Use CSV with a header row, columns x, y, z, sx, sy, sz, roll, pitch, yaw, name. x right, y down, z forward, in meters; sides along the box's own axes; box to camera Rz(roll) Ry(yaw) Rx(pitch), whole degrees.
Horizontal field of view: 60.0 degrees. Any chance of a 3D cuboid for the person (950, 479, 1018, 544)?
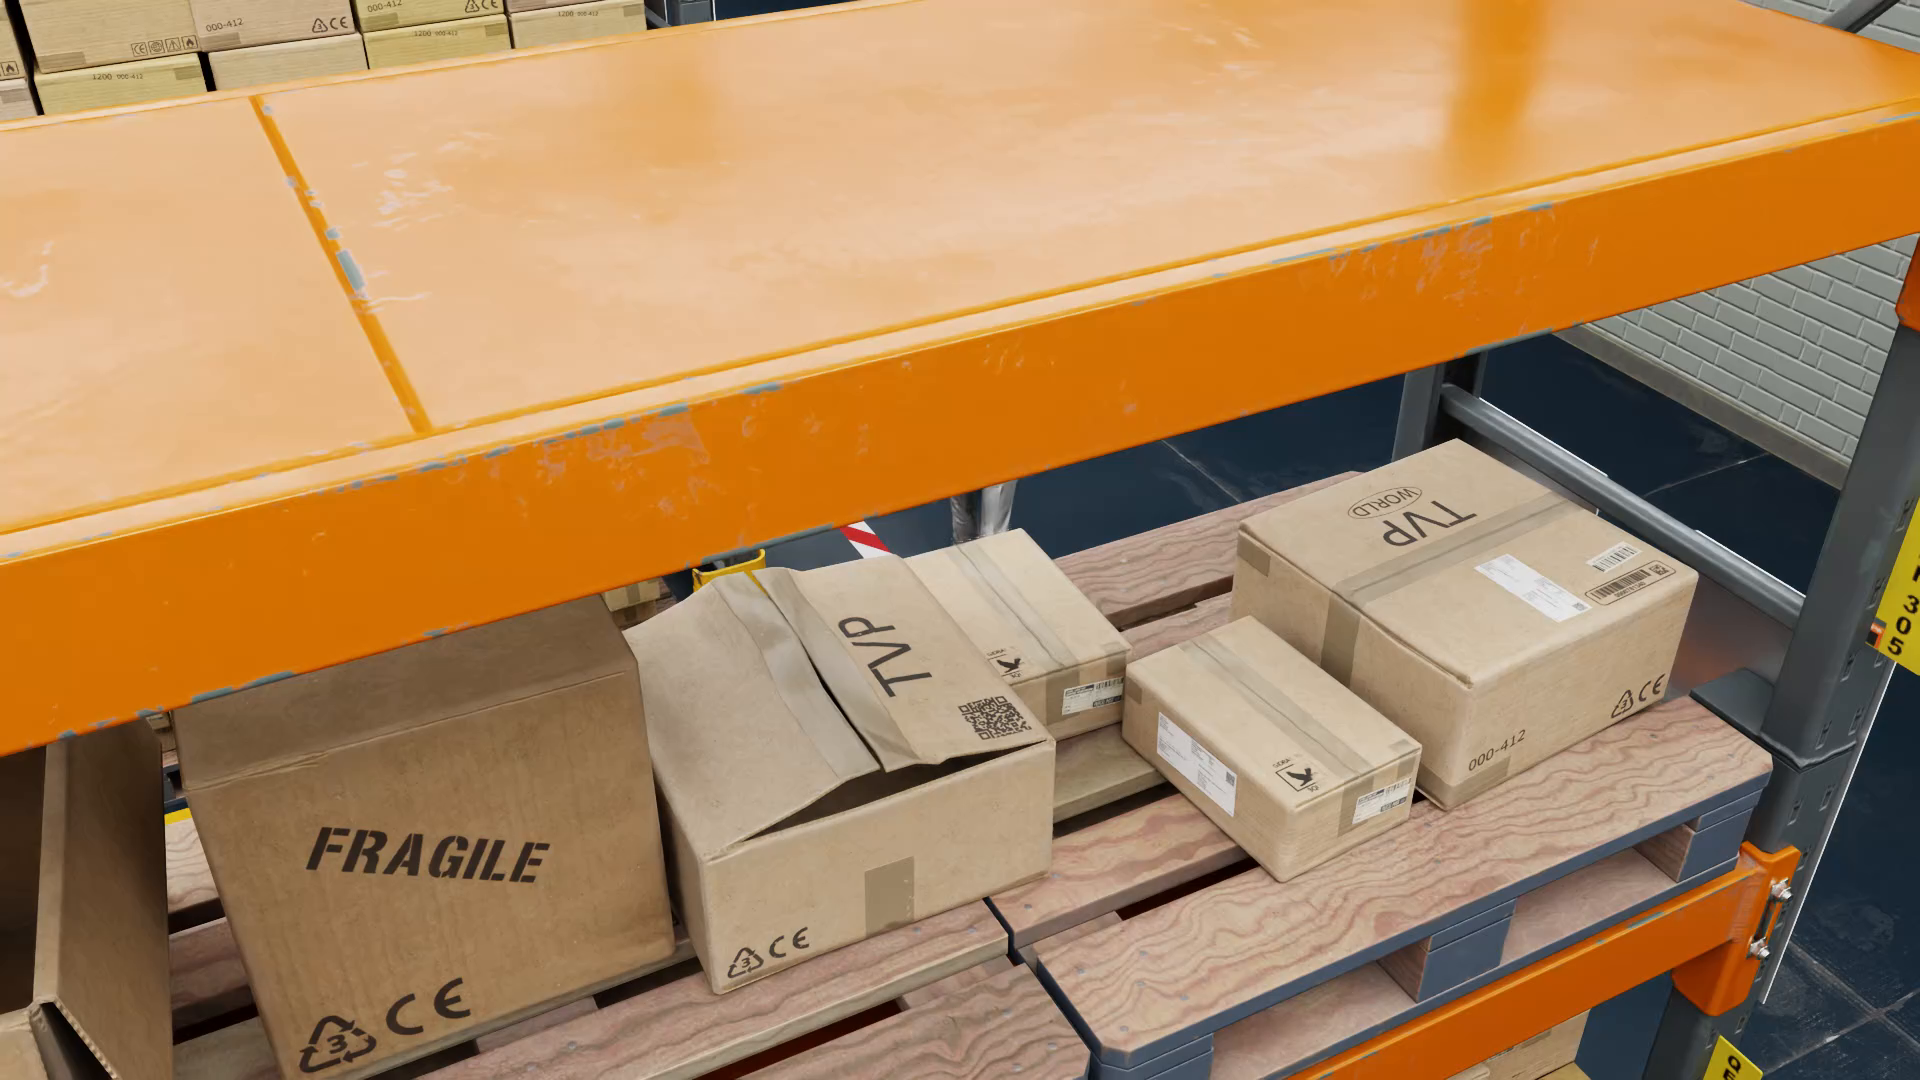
x,y,z,sx,sy,sz,roll,pitch,yaw,name
0.135,-0.471,7.822,0.513,1.629,0.945,3,33,5,person
